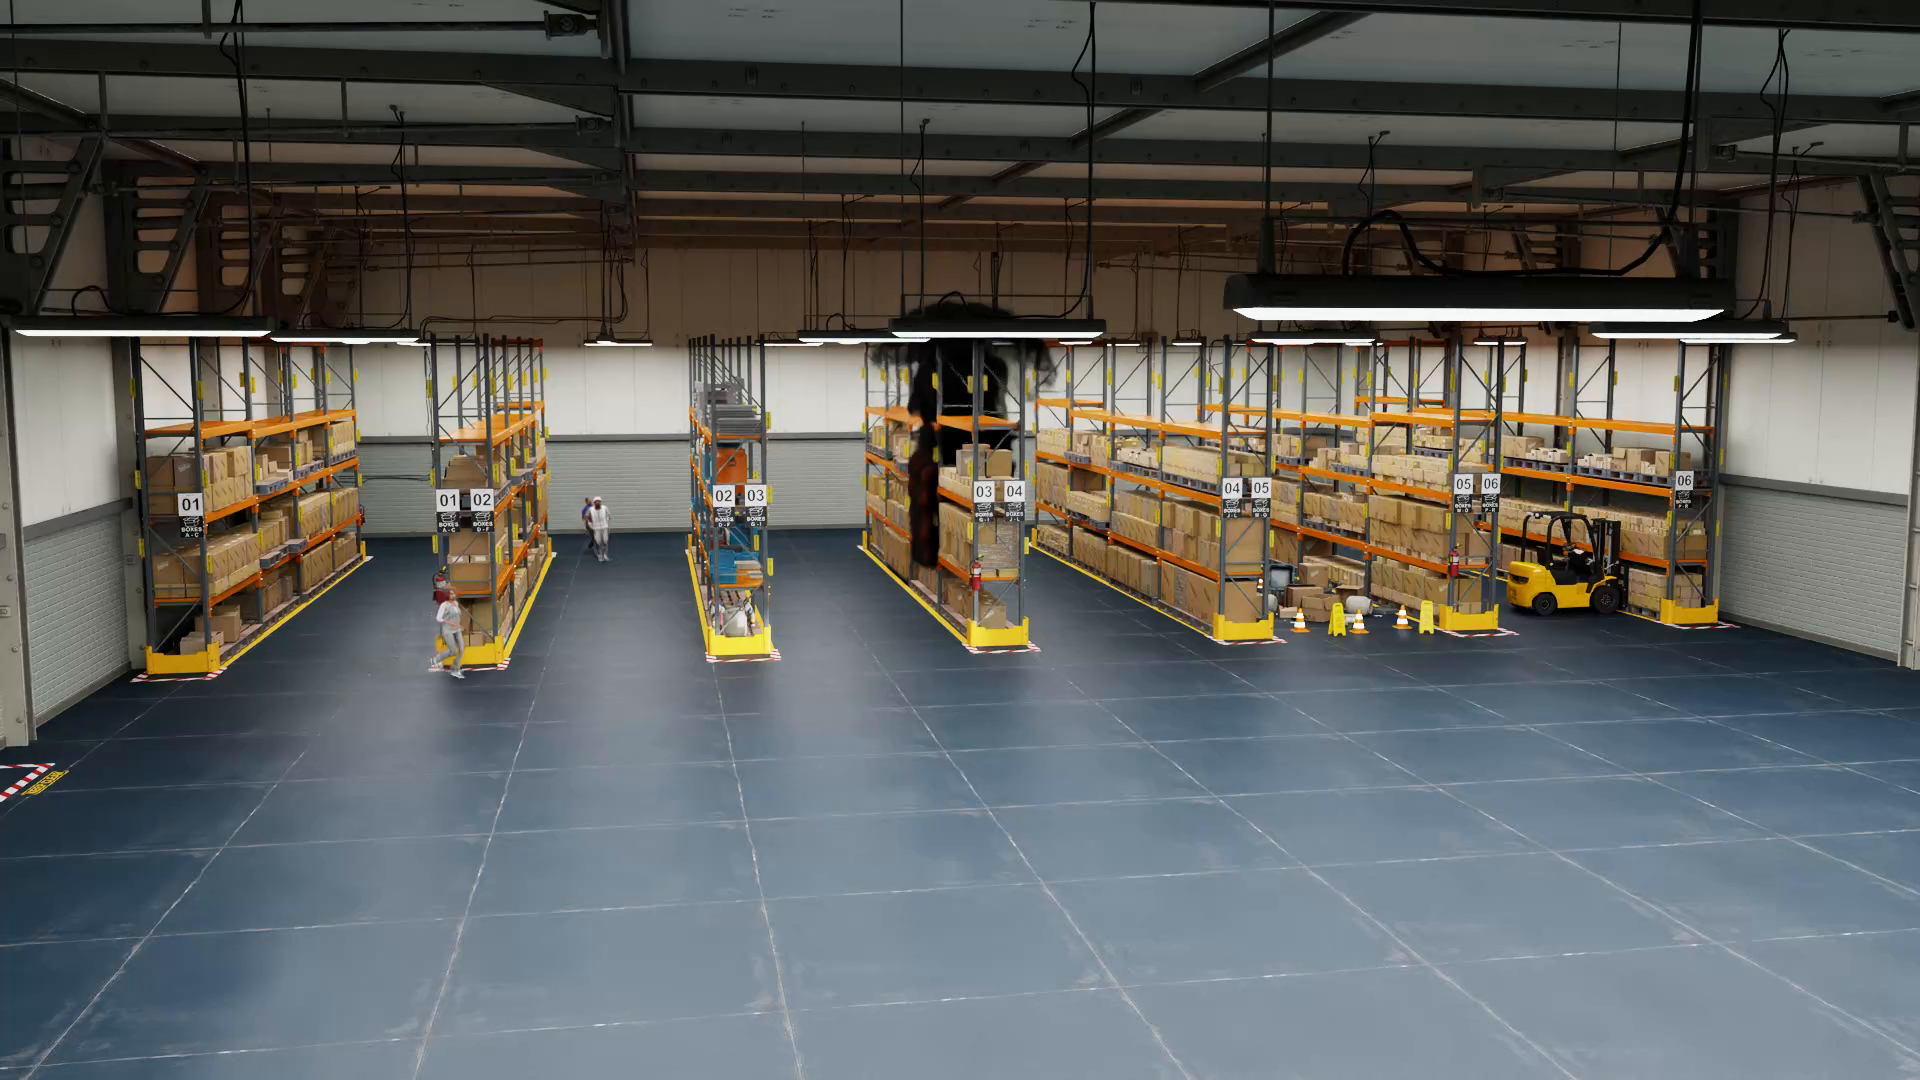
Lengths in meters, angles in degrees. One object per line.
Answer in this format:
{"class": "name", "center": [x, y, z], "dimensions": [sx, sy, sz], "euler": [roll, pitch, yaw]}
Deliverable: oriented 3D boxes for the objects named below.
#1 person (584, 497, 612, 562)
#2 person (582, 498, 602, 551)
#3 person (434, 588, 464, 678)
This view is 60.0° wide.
{"class": "person", "center": [-9.730, -0.271, 44.846], "dimensions": [0.689, 1.809, 0.711], "euler": [-3, 7, -22]}
{"class": "person", "center": [-10.319, -0.386, 46.521], "dimensions": [0.675, 1.622, 0.618], "euler": [5, 8, 36]}
{"class": "person", "center": [-8.960, 1.628, 29.128], "dimensions": [0.614, 1.589, 0.532], "euler": [3, 7, 26]}
